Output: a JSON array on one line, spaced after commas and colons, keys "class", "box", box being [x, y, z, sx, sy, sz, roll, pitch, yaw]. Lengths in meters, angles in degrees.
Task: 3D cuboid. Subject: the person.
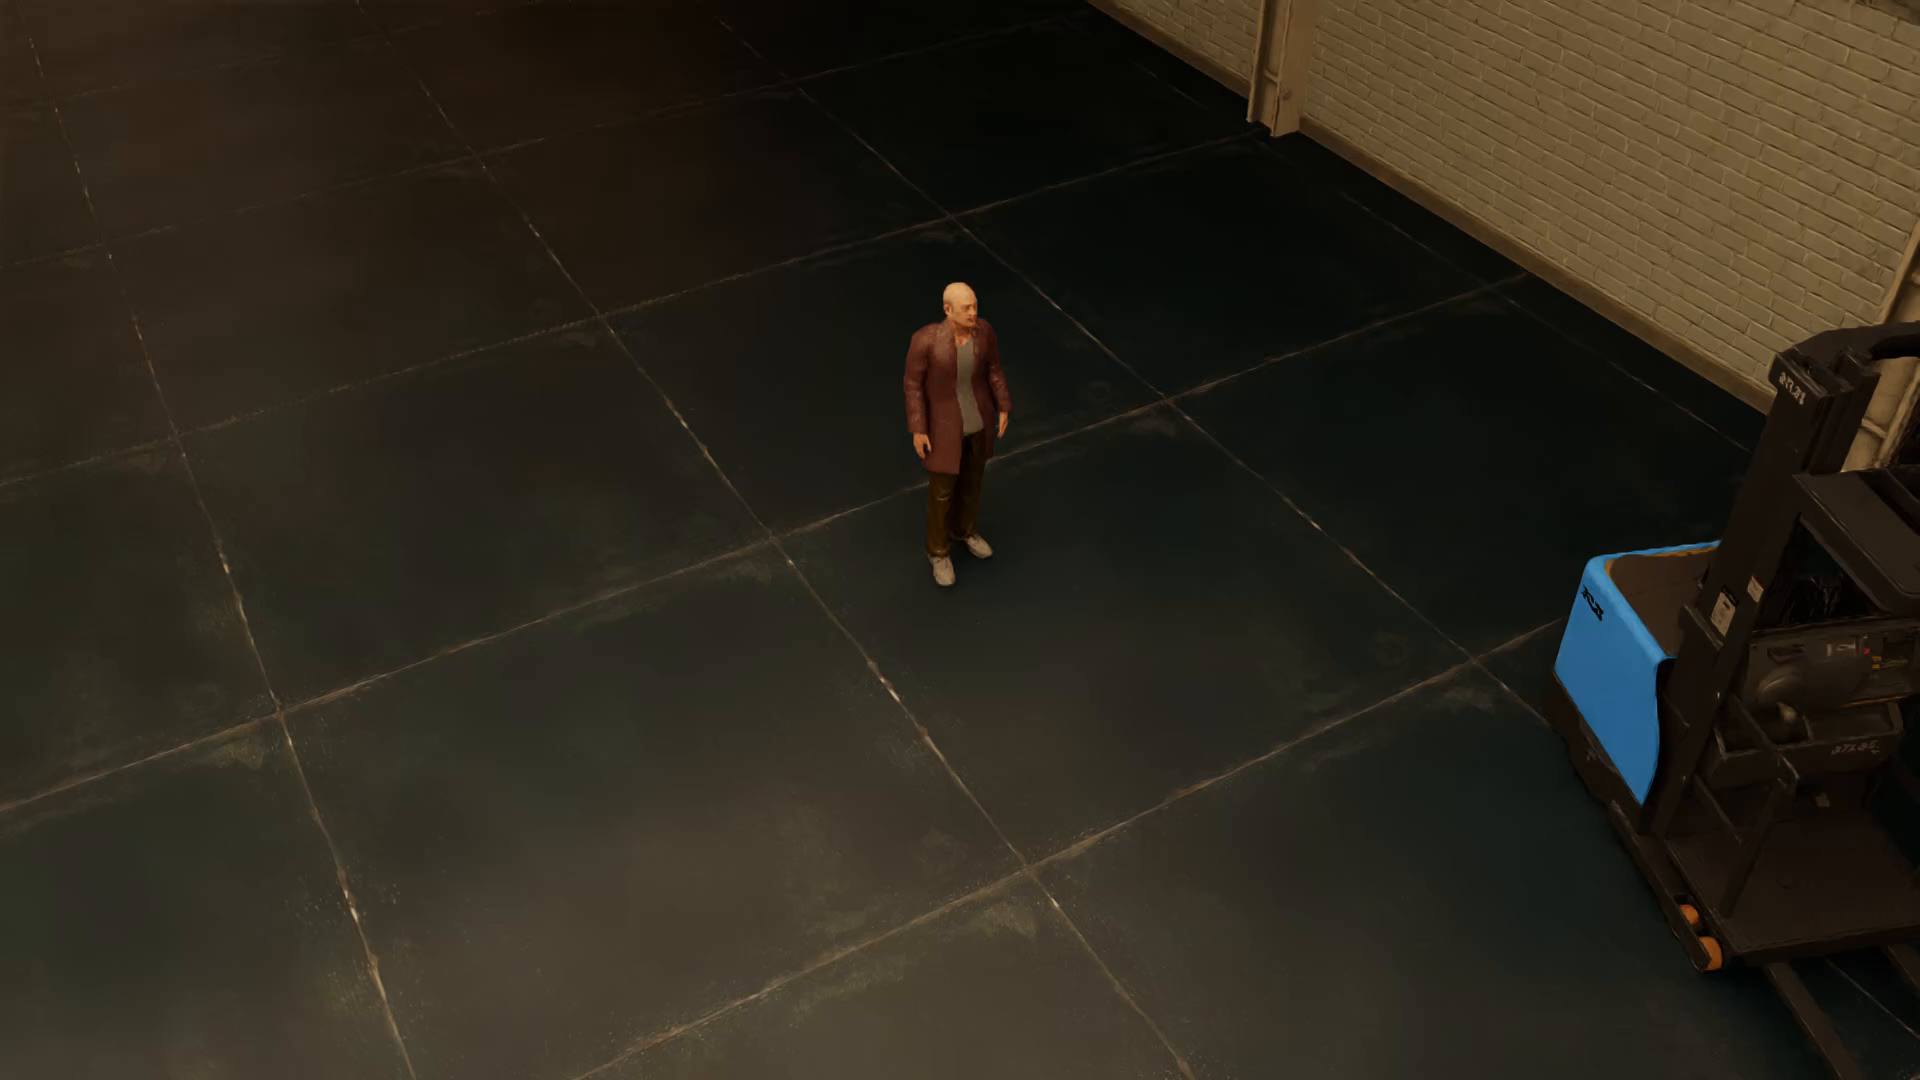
[{"class": "person", "box": [0.042, -0.638, 9.697, 0.694, 1.776, 0.580, -20, 44, -23]}]

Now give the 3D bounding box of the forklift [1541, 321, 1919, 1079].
[{"class": "forklift", "box": [3.965, 0.654, 7.248, 1.130, 2.935, 3.031, -7, 40, -8]}]
